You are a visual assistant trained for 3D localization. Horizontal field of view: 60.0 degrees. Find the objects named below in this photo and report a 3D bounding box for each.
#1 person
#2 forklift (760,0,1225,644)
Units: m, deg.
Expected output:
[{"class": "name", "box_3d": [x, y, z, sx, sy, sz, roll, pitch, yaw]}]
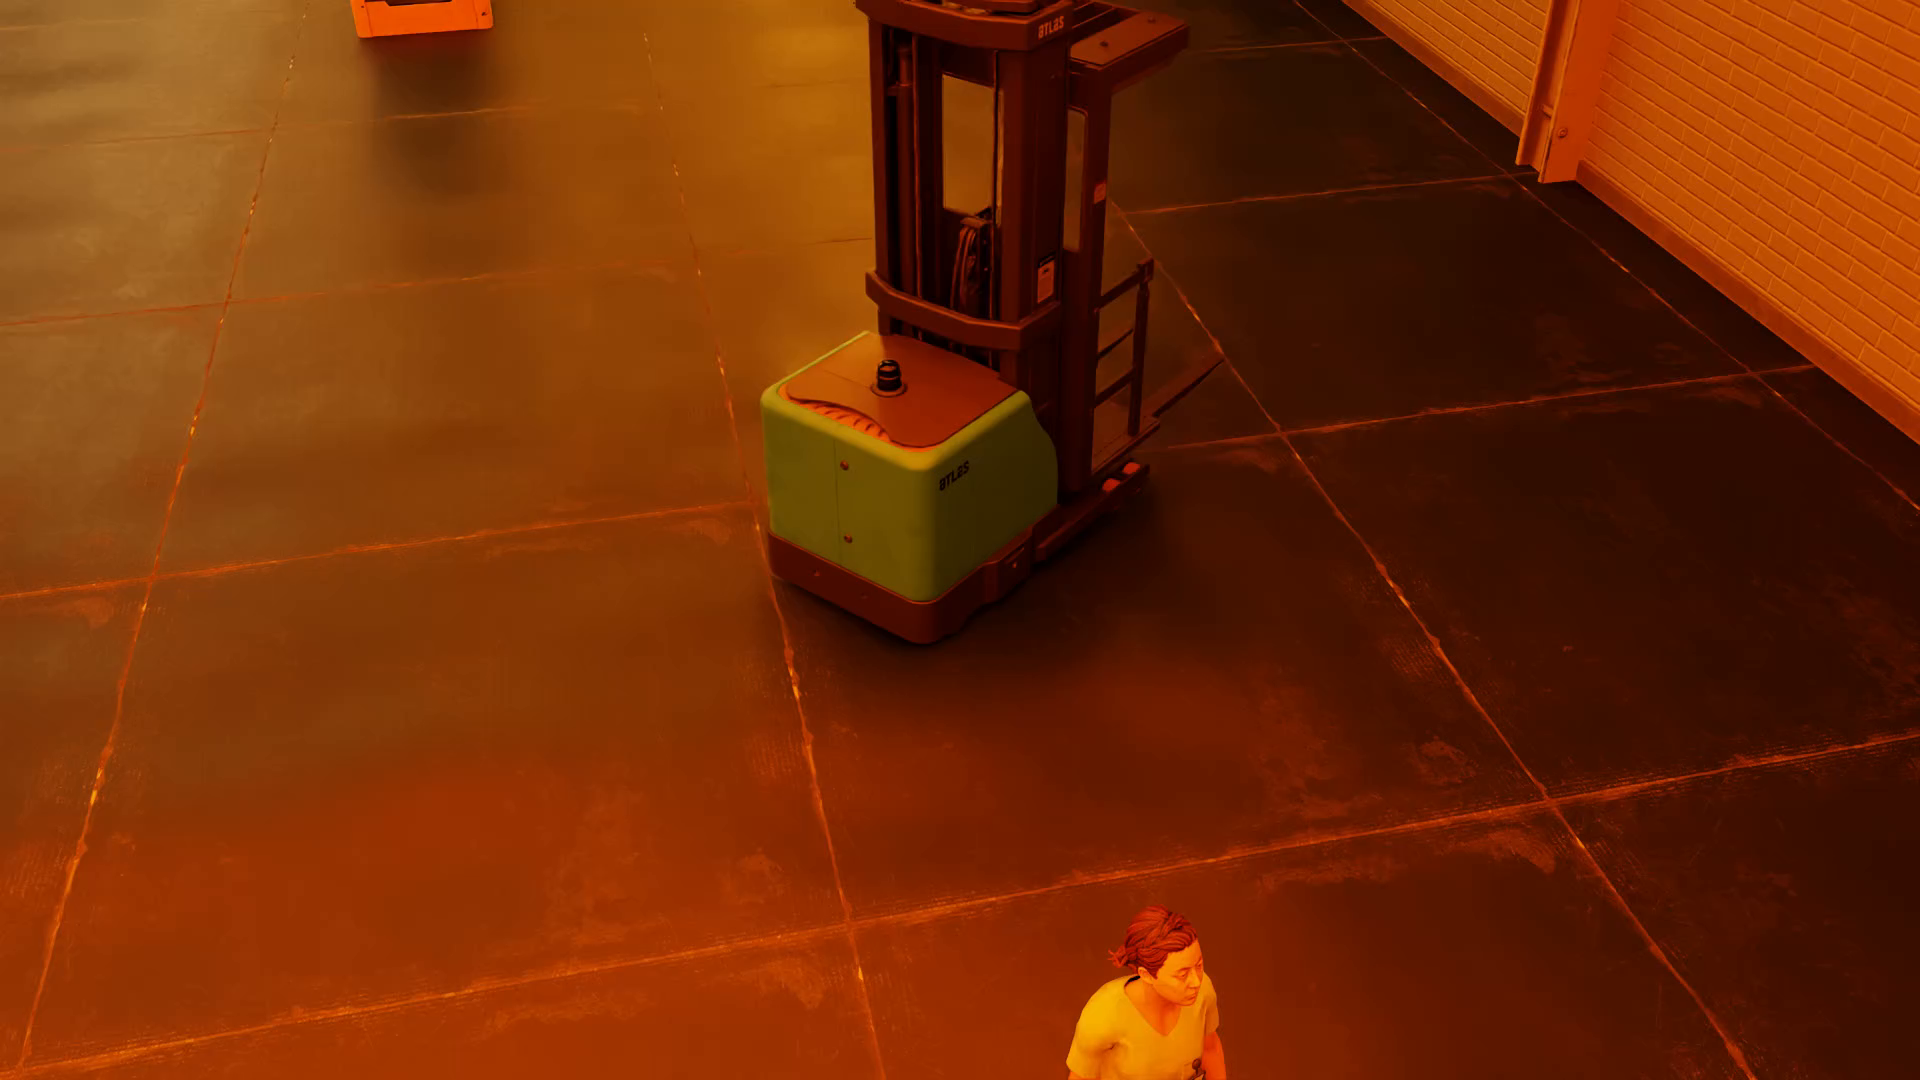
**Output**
[{"class": "person", "box_3d": [0.556, 1.737, 4.699, 0.549, 1.673, 0.548, -18, 39, -23]}, {"class": "forklift", "box_3d": [0.355, -1.506, 8.144, 1.130, 2.935, 3.031, 24, 42, 30]}]
